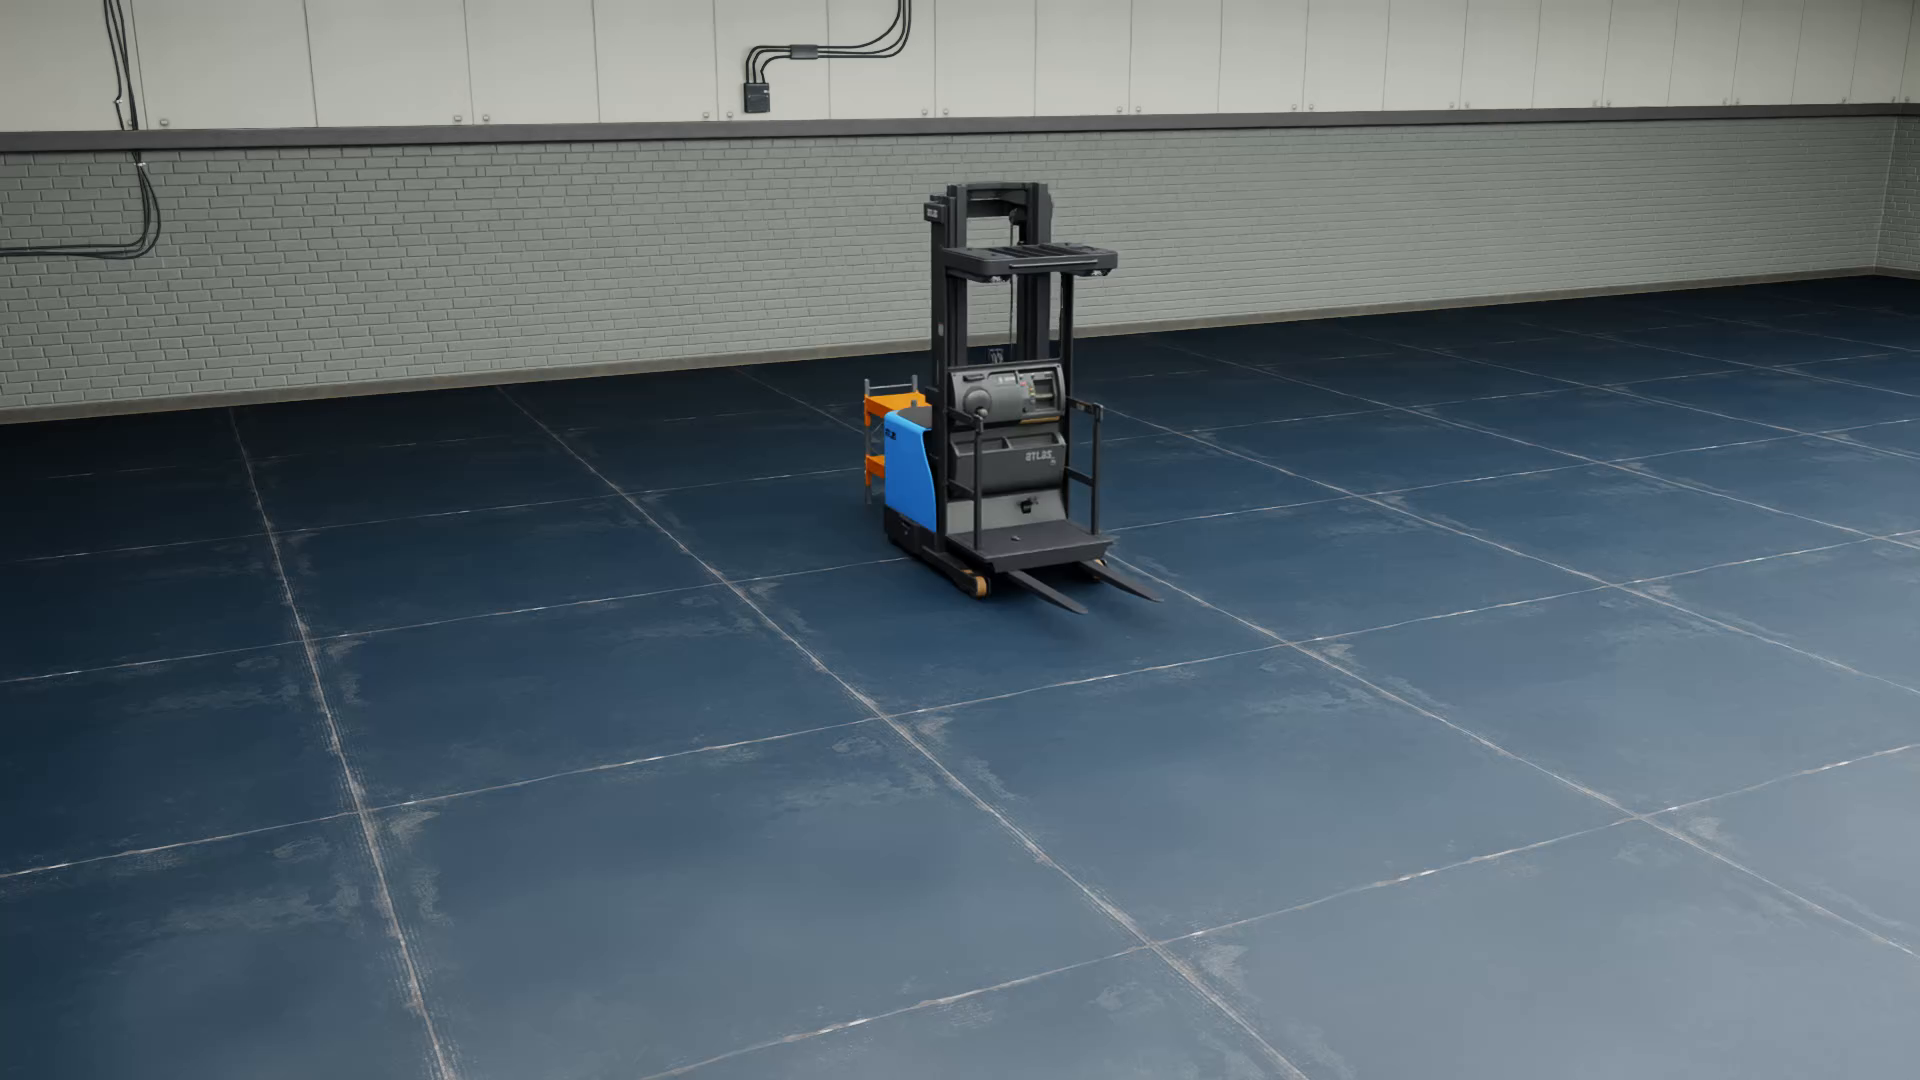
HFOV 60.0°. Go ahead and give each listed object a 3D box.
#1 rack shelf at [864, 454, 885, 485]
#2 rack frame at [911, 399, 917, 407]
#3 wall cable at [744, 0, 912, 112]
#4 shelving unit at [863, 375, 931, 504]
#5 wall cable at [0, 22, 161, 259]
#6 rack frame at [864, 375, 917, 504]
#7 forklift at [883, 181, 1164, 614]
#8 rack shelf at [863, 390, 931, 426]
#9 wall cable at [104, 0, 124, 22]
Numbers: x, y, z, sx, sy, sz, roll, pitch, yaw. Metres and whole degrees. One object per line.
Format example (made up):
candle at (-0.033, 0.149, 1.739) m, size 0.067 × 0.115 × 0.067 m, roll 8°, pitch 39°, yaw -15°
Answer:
rack shelf at (-0.393, -0.532, 14.453) m, size 0.538 × 0.278 × 1.000 m, roll -8°, pitch 18°, yaw -25°
rack frame at (-0.174, -0.641, 13.945) m, size 0.500 × 1.125 × 0.032 m, roll -8°, pitch 18°, yaw -25°
wall cable at (-1.644, -8.393, 20.517) m, size 2.305 × 6.003 × 0.169 m, roll -8°, pitch 18°, yaw -25°
shelving unit at (-0.393, -0.767, 14.385) m, size 0.538 × 1.125 × 1.048 m, roll -8°, pitch 18°, yaw -25°
wall cable at (-10.185, -4.122, 17.431) m, size 3.097 × 2.526 × 0.112 m, roll -8°, pitch 18°, yaw -25°
rack frame at (-0.613, -0.894, 14.826) m, size 0.500 × 1.125 × 0.032 m, roll -8°, pitch 18°, yaw -25°
forklift at (0.459, -1.116, 12.327) m, size 1.130 × 2.935 × 3.031 m, roll -8°, pitch 18°, yaw -25°
rack shelf at (-0.393, -1.049, 14.305) m, size 0.538 × 0.278 × 1.000 m, roll -8°, pitch 18°, yaw -25°
wall cable at (-7.753, -6.877, 17.873) m, size 3.097 × 2.526 × 0.112 m, roll -8°, pitch 18°, yaw -25°
